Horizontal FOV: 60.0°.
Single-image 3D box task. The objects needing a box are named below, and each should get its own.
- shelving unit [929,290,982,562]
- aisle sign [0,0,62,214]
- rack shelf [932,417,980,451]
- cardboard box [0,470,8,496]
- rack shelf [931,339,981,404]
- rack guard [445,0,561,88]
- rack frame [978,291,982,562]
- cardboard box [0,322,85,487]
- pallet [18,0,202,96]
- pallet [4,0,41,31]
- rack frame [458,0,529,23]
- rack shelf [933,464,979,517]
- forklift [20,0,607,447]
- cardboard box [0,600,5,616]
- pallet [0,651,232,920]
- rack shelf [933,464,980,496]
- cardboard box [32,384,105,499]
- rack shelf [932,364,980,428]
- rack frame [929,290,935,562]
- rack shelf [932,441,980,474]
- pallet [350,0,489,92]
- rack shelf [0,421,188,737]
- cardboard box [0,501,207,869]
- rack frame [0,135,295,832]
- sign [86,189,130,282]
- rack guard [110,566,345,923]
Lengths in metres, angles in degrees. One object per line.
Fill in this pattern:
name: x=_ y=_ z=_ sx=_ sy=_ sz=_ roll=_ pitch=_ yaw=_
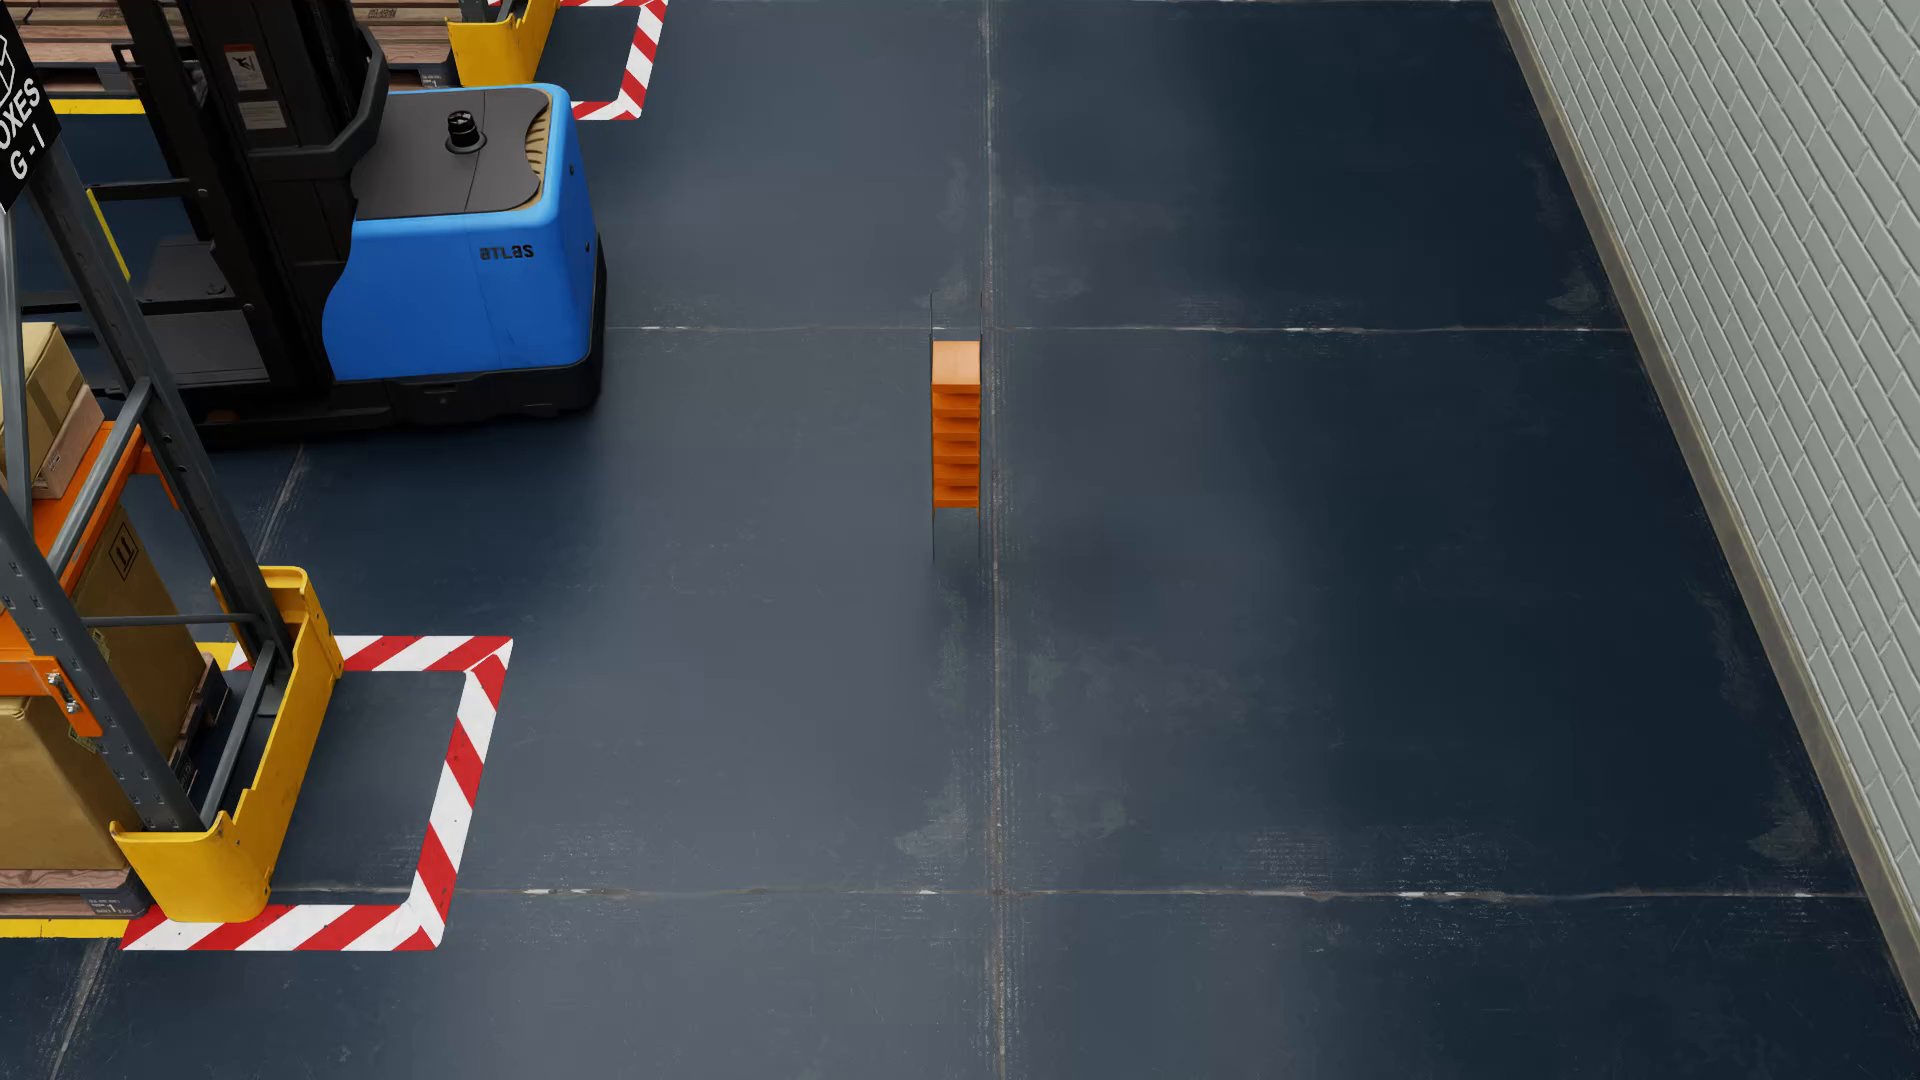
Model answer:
shelving unit: x=-0.014 y=-0.409 z=6.392 sx=0.189 sy=1.200 sz=0.258 roll=0 pitch=47 yaw=0
aisle sign: x=-2.487 y=-1.262 z=4.180 sx=0.004 sy=0.787 sz=0.394 roll=0 pitch=47 yaw=0
rack shelf: x=-0.014 y=-0.460 z=6.336 sx=0.180 sy=0.103 sz=0.258 roll=0 pitch=47 yaw=0
cardboard box: x=-3.046 y=-0.014 z=4.694 sx=0.500 sy=0.250 sz=0.500 roll=-1 pitch=47 yaw=0
rack shelf: x=-0.014 y=-0.624 z=6.161 sx=0.180 sy=0.103 sz=0.258 roll=0 pitch=47 yaw=0
rack guard: x=-2.518 y=-2.940 z=9.226 sx=0.348 sy=0.500 sz=1.175 roll=0 pitch=47 yaw=0
rack frame: x=0.077 y=-0.409 z=6.391 sx=0.006 sy=1.200 sz=0.240 roll=0 pitch=47 yaw=0
cardboard box: x=-3.039 y=-0.406 z=5.059 sx=0.500 sy=0.250 sz=0.500 roll=-1 pitch=47 yaw=-1
pallet: x=-4.583 y=-2.868 z=9.356 sx=1.213 sy=0.211 sz=1.003 roll=0 pitch=47 yaw=0
pallet: x=-5.806 y=-2.869 z=9.357 sx=1.213 sy=0.211 sz=1.003 roll=0 pitch=47 yaw=0
rack frame: x=-2.542 y=-3.782 z=8.302 sx=0.127 sy=3.000 sz=1.000 roll=0 pitch=47 yaw=0
rack shelf: x=-0.014 y=-0.215 z=6.600 sx=0.180 sy=0.103 sz=0.258 roll=0 pitch=47 yaw=0
forklift: x=-3.142 y=-1.795 z=6.499 sx=3.031 sy=2.935 sz=1.130 roll=-4 pitch=47 yaw=-4
cardboard box: x=-2.918 y=0.169 z=4.796 sx=0.250 sy=0.149 sz=0.380 roll=1 pitch=47 yaw=1
pallet: x=-3.360 y=0.848 z=5.897 sx=1.213 sy=0.211 sz=1.003 roll=0 pitch=47 yaw=0
rack shelf: x=-0.014 y=-0.297 z=6.512 sx=0.180 sy=0.103 sz=0.258 roll=0 pitch=47 yaw=0
cardboard box: x=-2.914 y=-0.314 z=5.245 sx=0.250 sy=0.149 sz=0.380 roll=1 pitch=47 yaw=1
rack shelf: x=-0.014 y=-0.542 z=6.248 sx=0.180 sy=0.103 sz=0.258 roll=0 pitch=47 yaw=0
rack frame: x=-0.106 y=-0.409 z=6.392 sx=0.006 sy=1.200 sz=0.240 roll=0 pitch=47 yaw=0
rack shelf: x=-0.014 y=-0.379 z=6.424 sx=0.180 sy=0.103 sz=0.258 roll=0 pitch=47 yaw=0
pallet: x=-3.366 y=-2.863 z=9.351 sx=1.213 sy=0.211 sz=1.003 roll=0 pitch=47 yaw=0
rack shelf: x=-4.560 y=0.083 z=5.196 sx=4.000 sy=0.370 sz=1.077 roll=0 pitch=47 yaw=0
cardboard box: x=-3.201 y=0.481 z=5.499 sx=0.875 sy=0.875 sz=0.875 roll=0 pitch=47 yaw=0
rack frame: x=-2.560 y=-0.157 z=4.927 sx=0.127 sy=3.000 sz=1.000 roll=0 pitch=47 yaw=0
sign: x=-2.552 y=-0.885 z=4.960 sx=0.005 sy=0.325 sz=0.100 roll=0 pitch=47 yaw=0
rack guard: x=-2.536 y=0.695 z=5.842 sx=0.348 sy=0.500 sz=1.175 roll=0 pitch=47 yaw=0
